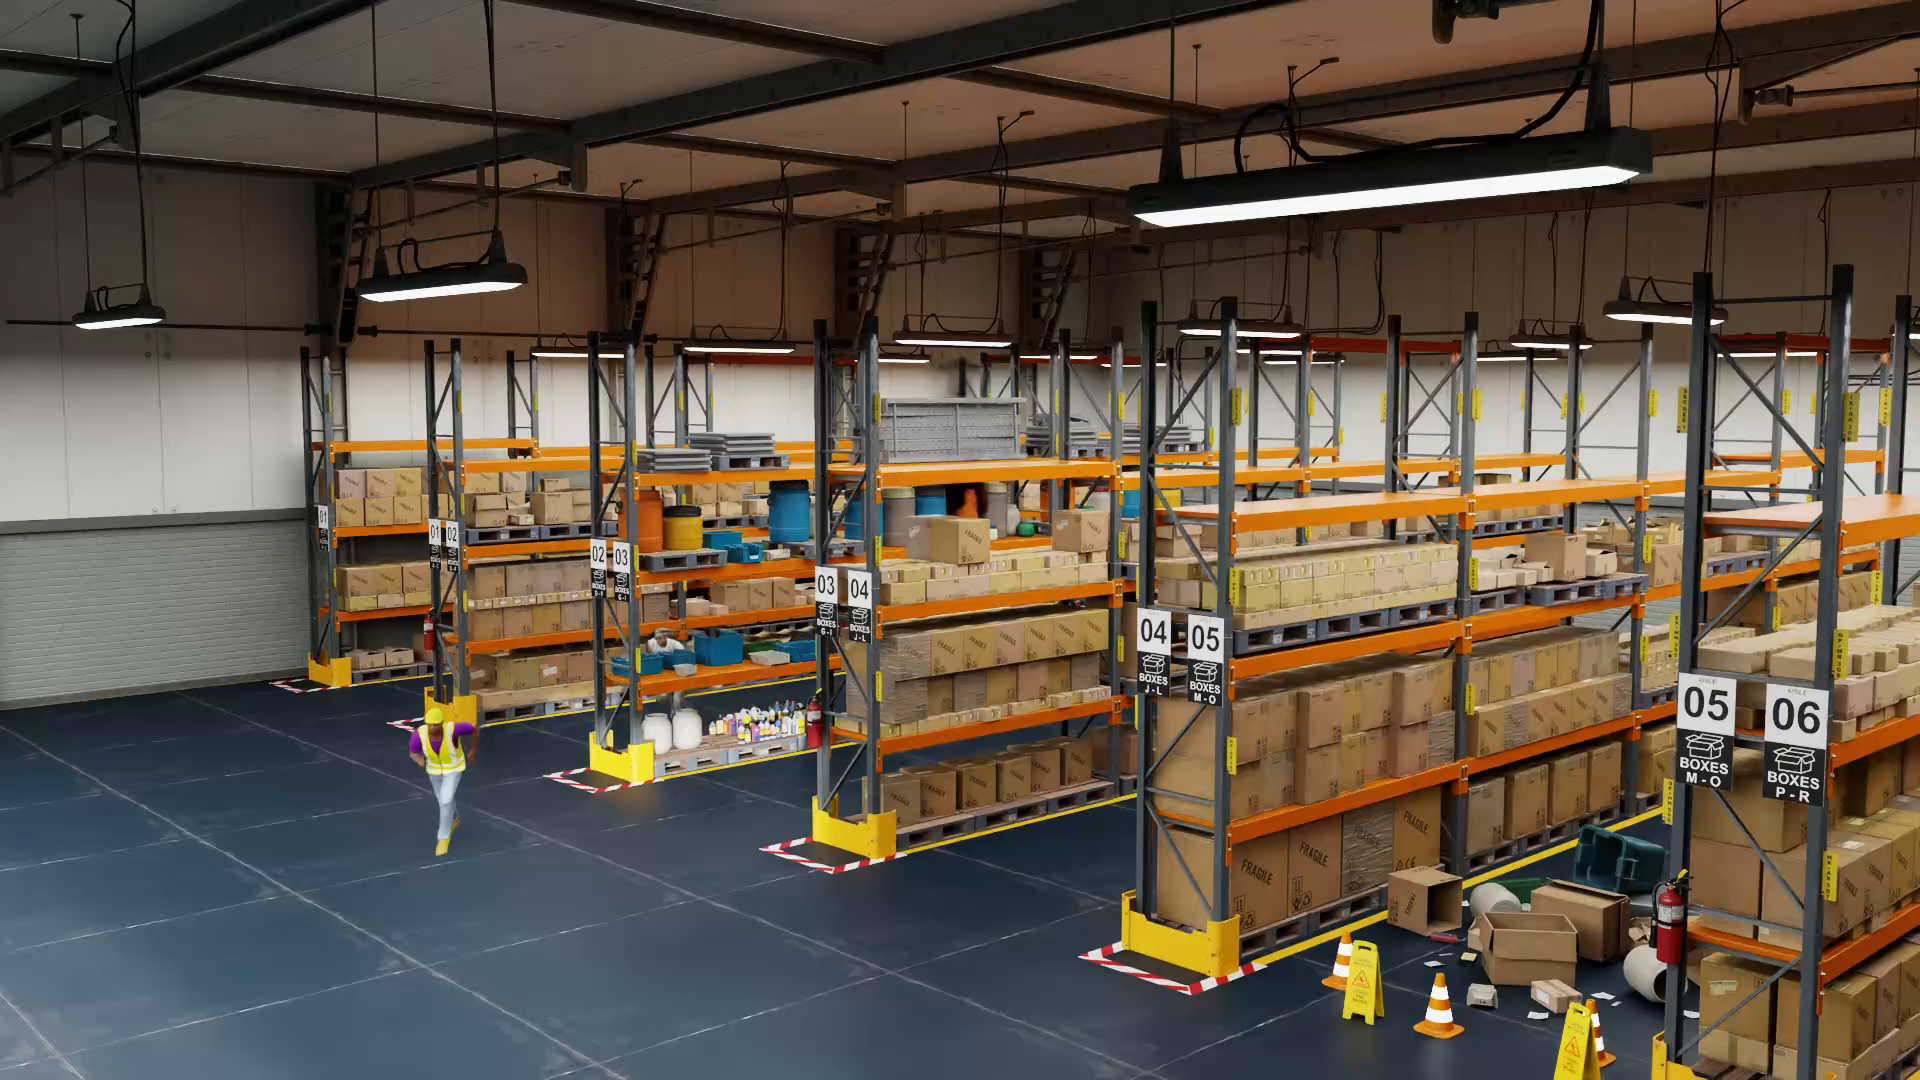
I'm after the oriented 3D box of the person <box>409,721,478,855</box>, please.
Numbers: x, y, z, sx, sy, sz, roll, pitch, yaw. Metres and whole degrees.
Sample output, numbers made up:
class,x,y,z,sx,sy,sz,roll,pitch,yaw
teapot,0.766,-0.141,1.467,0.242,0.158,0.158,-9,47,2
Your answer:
class,x,y,z,sx,sy,sz,roll,pitch,yaw
person,-5.863,2.714,18.996,0.747,1.673,0.989,0,5,-3

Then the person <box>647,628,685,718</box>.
class,x,y,z,sx,sy,sz,roll,pitch,yaw
person,-4.565,2.111,25.842,0.694,1.572,0.892,1,5,15

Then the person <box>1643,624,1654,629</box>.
class,x,y,z,sx,sy,sz,roll,pitch,yaw
person,10.727,2.112,25.656,0.912,1.674,0.602,-5,7,-45
